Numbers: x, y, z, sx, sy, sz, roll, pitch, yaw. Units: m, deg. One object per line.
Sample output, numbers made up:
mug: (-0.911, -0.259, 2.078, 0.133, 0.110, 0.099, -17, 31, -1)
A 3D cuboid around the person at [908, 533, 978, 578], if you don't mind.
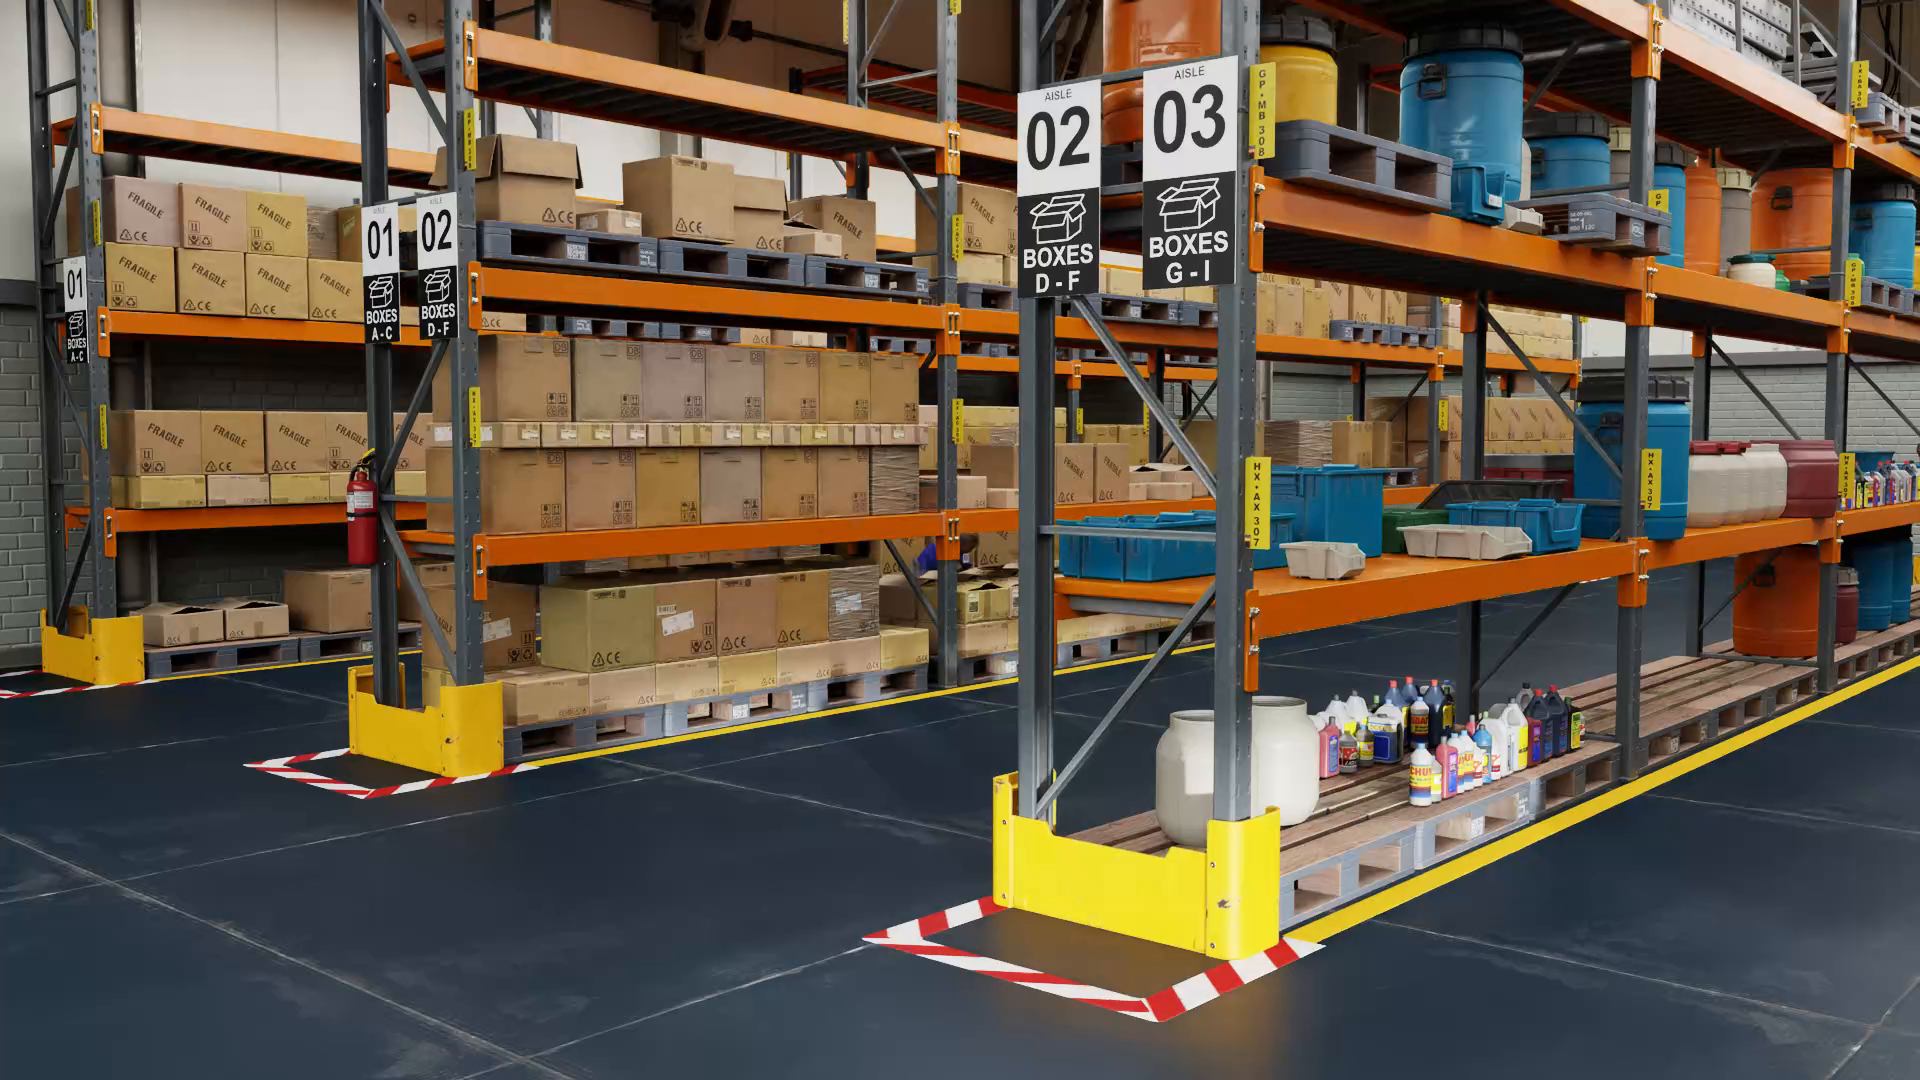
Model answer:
person: (-0.136, 0.360, 16.674, 0.868, 0.934, 0.452, 3, 5, 39)
